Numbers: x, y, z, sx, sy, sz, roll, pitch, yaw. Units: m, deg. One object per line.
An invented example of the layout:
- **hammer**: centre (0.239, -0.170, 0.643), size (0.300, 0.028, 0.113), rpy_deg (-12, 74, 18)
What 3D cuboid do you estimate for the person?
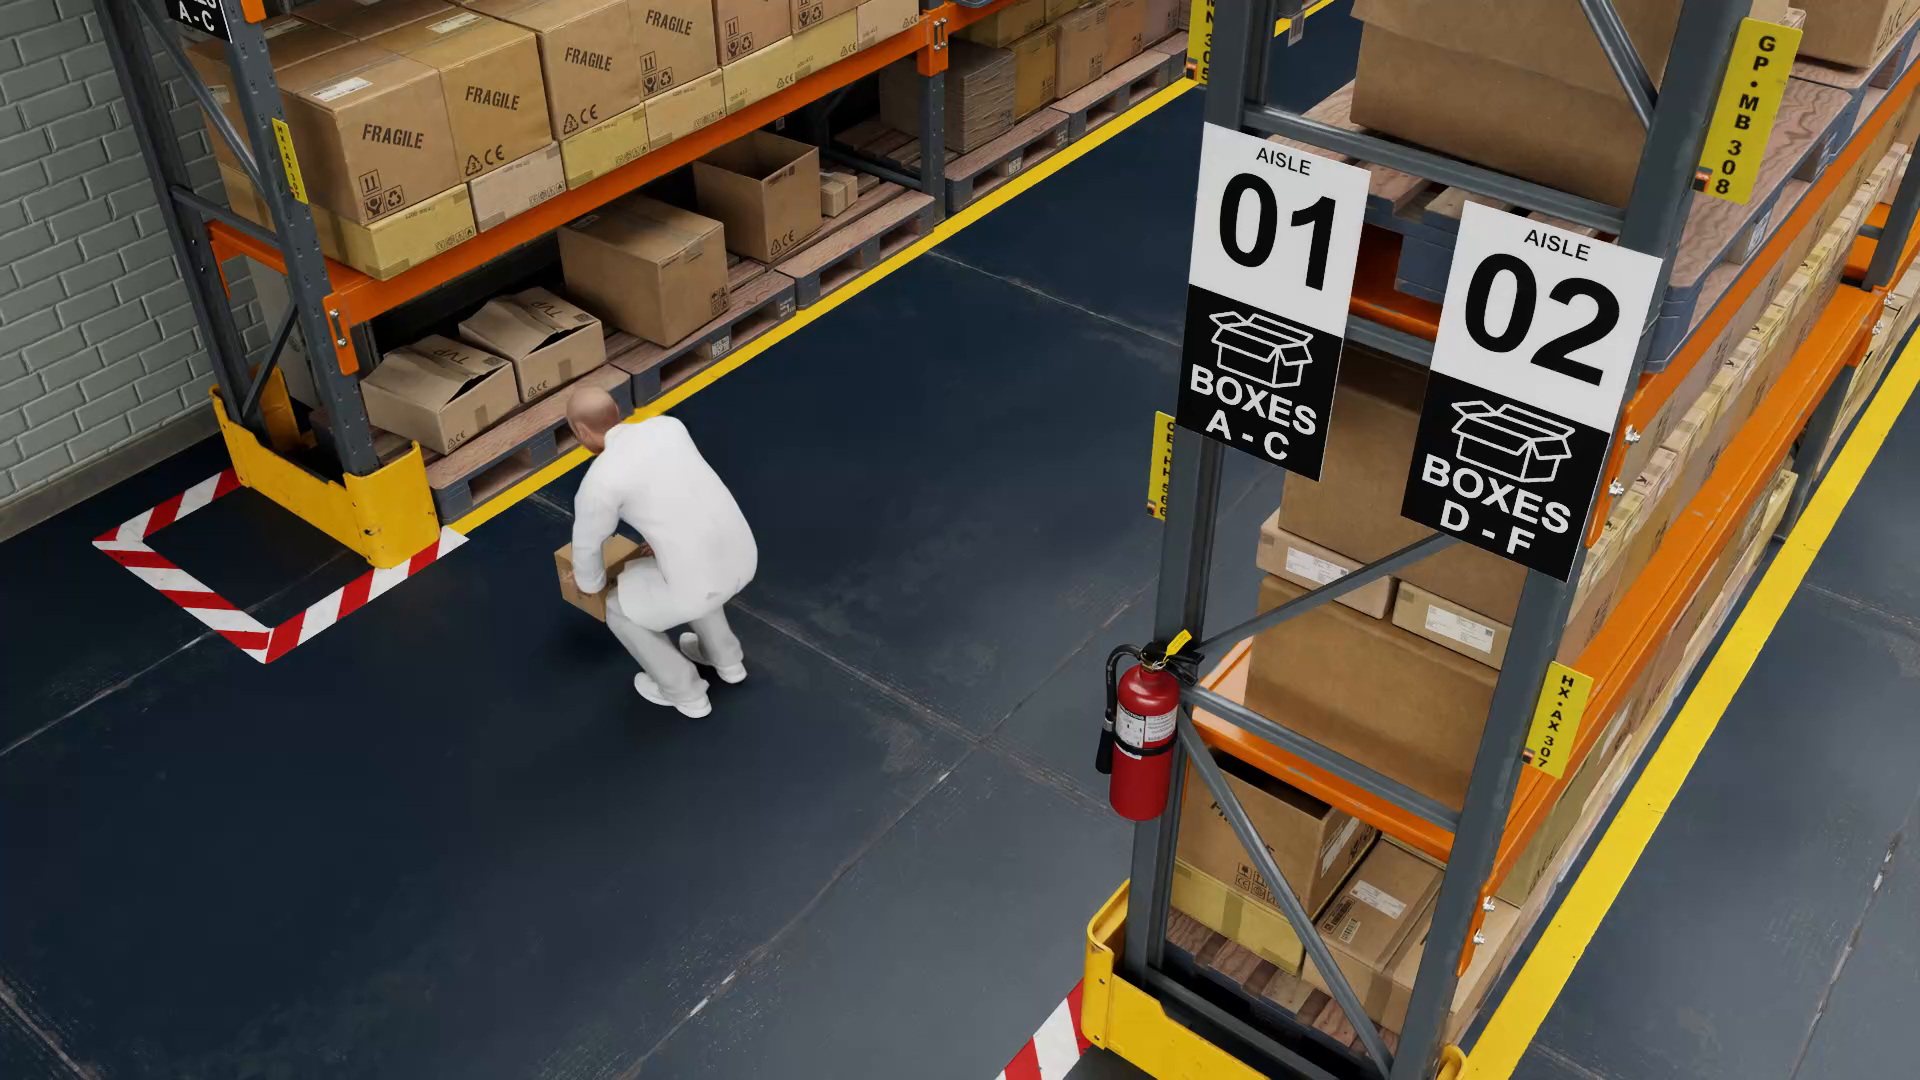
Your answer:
- **person**: centre (-1.156, 0.094, 6.480), size (0.797, 1.242, 0.628), rpy_deg (25, 45, 28)
